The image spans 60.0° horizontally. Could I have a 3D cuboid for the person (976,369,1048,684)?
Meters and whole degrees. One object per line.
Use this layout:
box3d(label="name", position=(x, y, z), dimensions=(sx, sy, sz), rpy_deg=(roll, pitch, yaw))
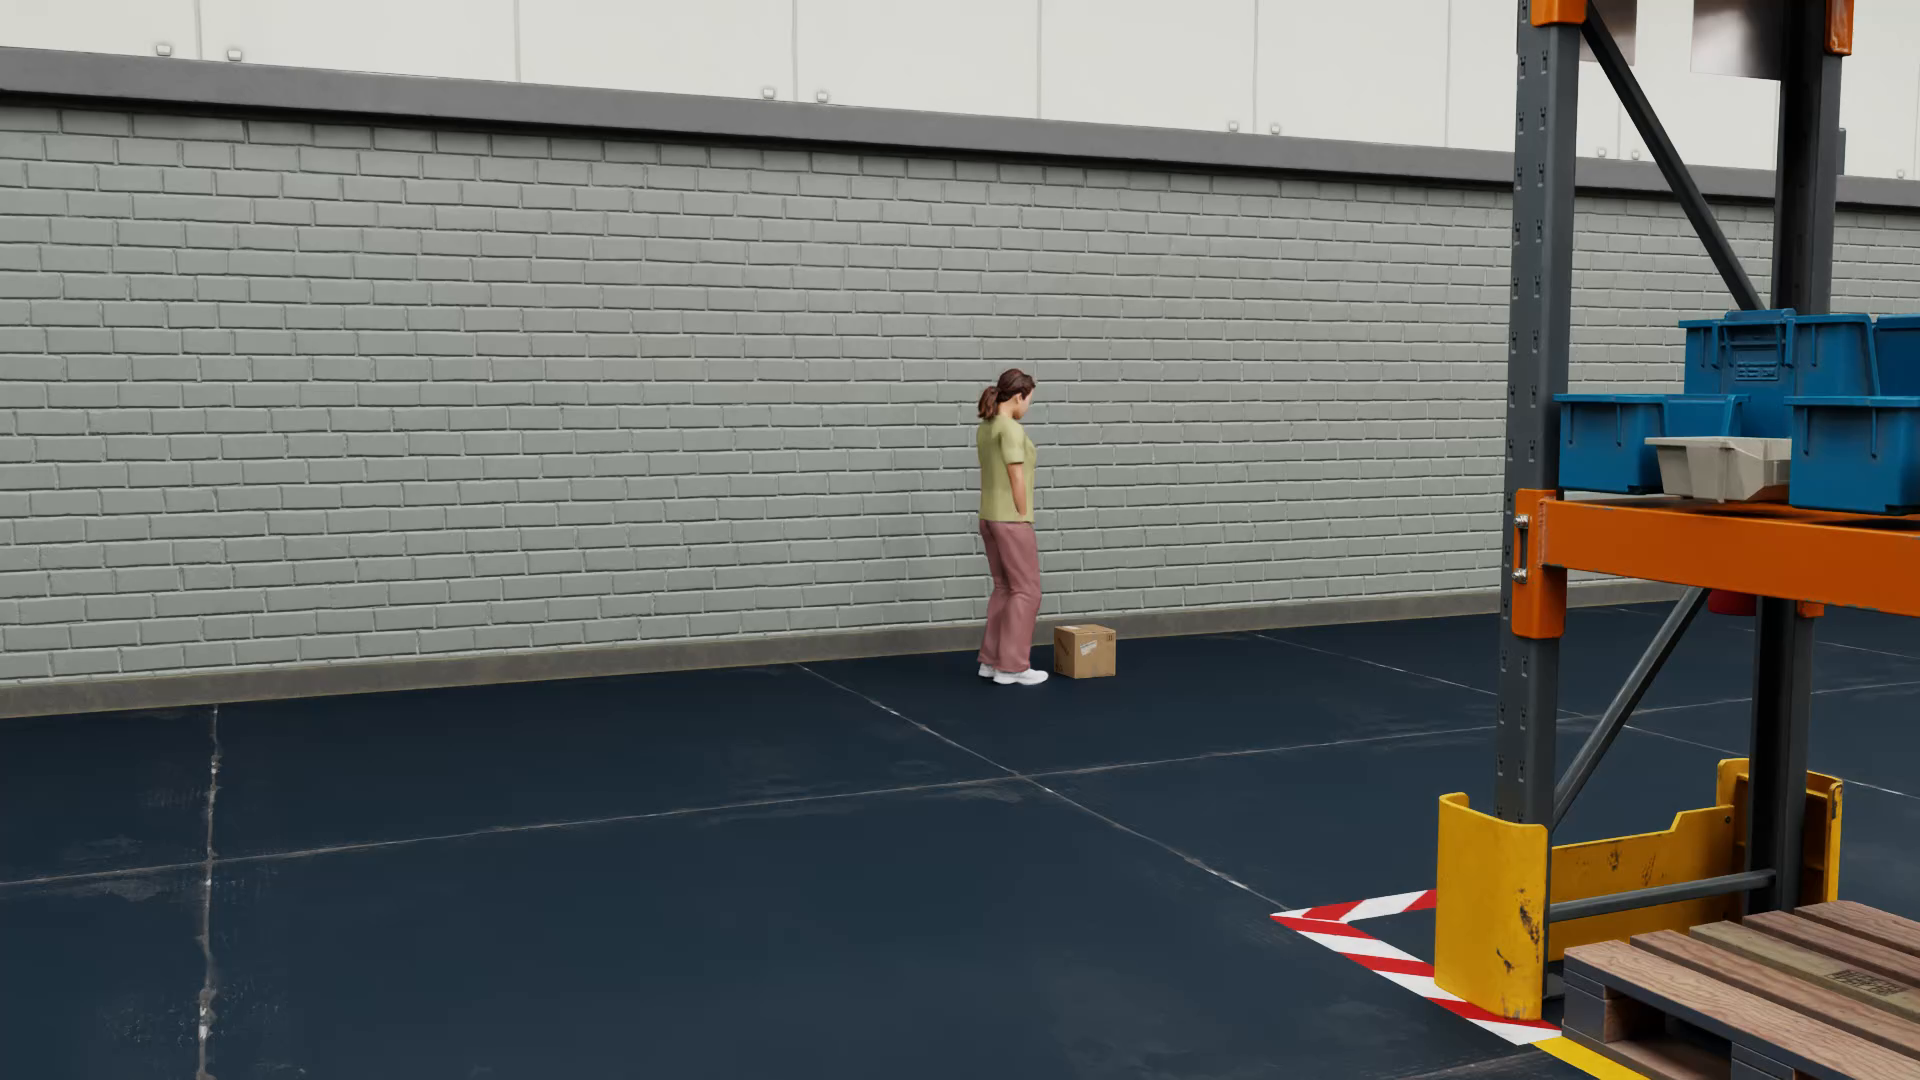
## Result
box3d(label="person", position=(0.250, -0.076, 8.873), dimensions=(0.361, 1.664, 0.452), rpy_deg=(-2, 6, -23))
